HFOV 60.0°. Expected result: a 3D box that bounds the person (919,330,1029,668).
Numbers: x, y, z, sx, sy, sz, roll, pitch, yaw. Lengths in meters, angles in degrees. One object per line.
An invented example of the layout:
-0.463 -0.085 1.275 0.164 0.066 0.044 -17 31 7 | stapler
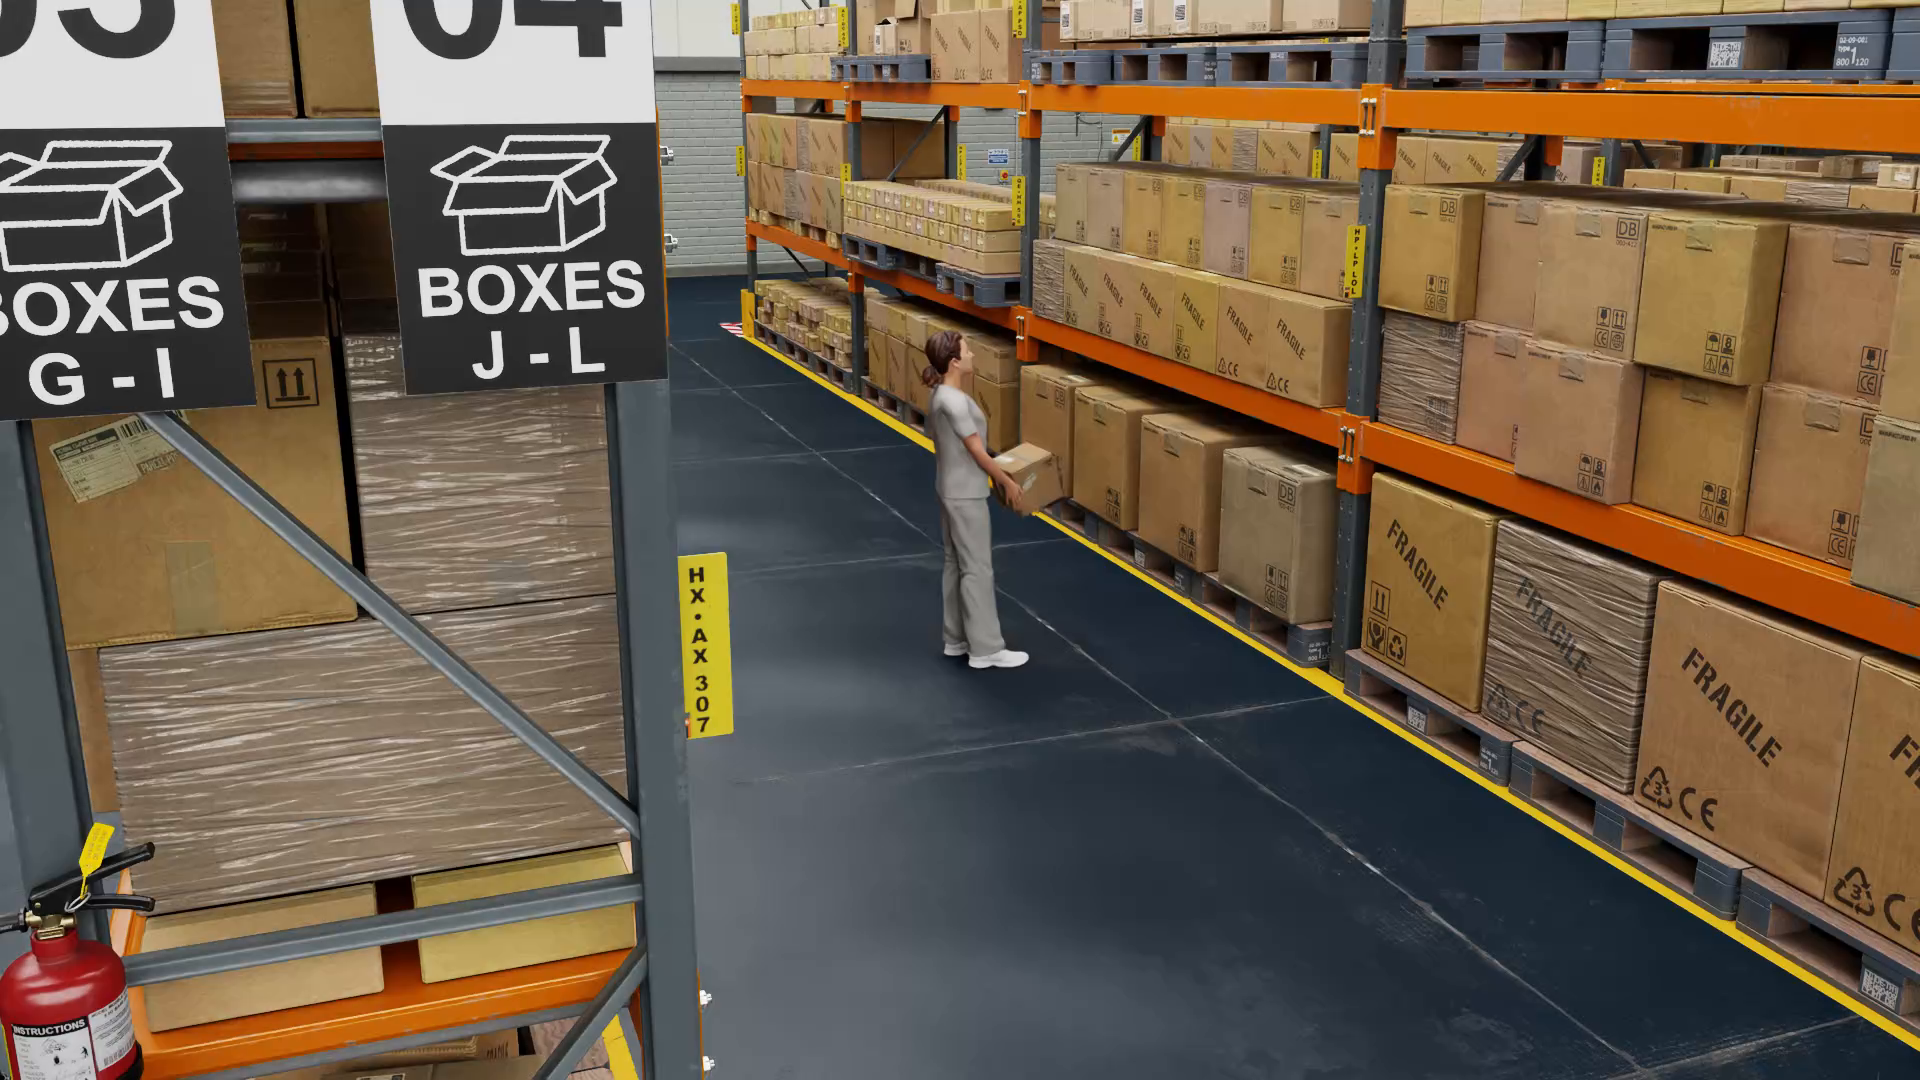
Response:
0.060 -0.216 8.287 0.522 1.675 0.475 -3 16 -9 | person
